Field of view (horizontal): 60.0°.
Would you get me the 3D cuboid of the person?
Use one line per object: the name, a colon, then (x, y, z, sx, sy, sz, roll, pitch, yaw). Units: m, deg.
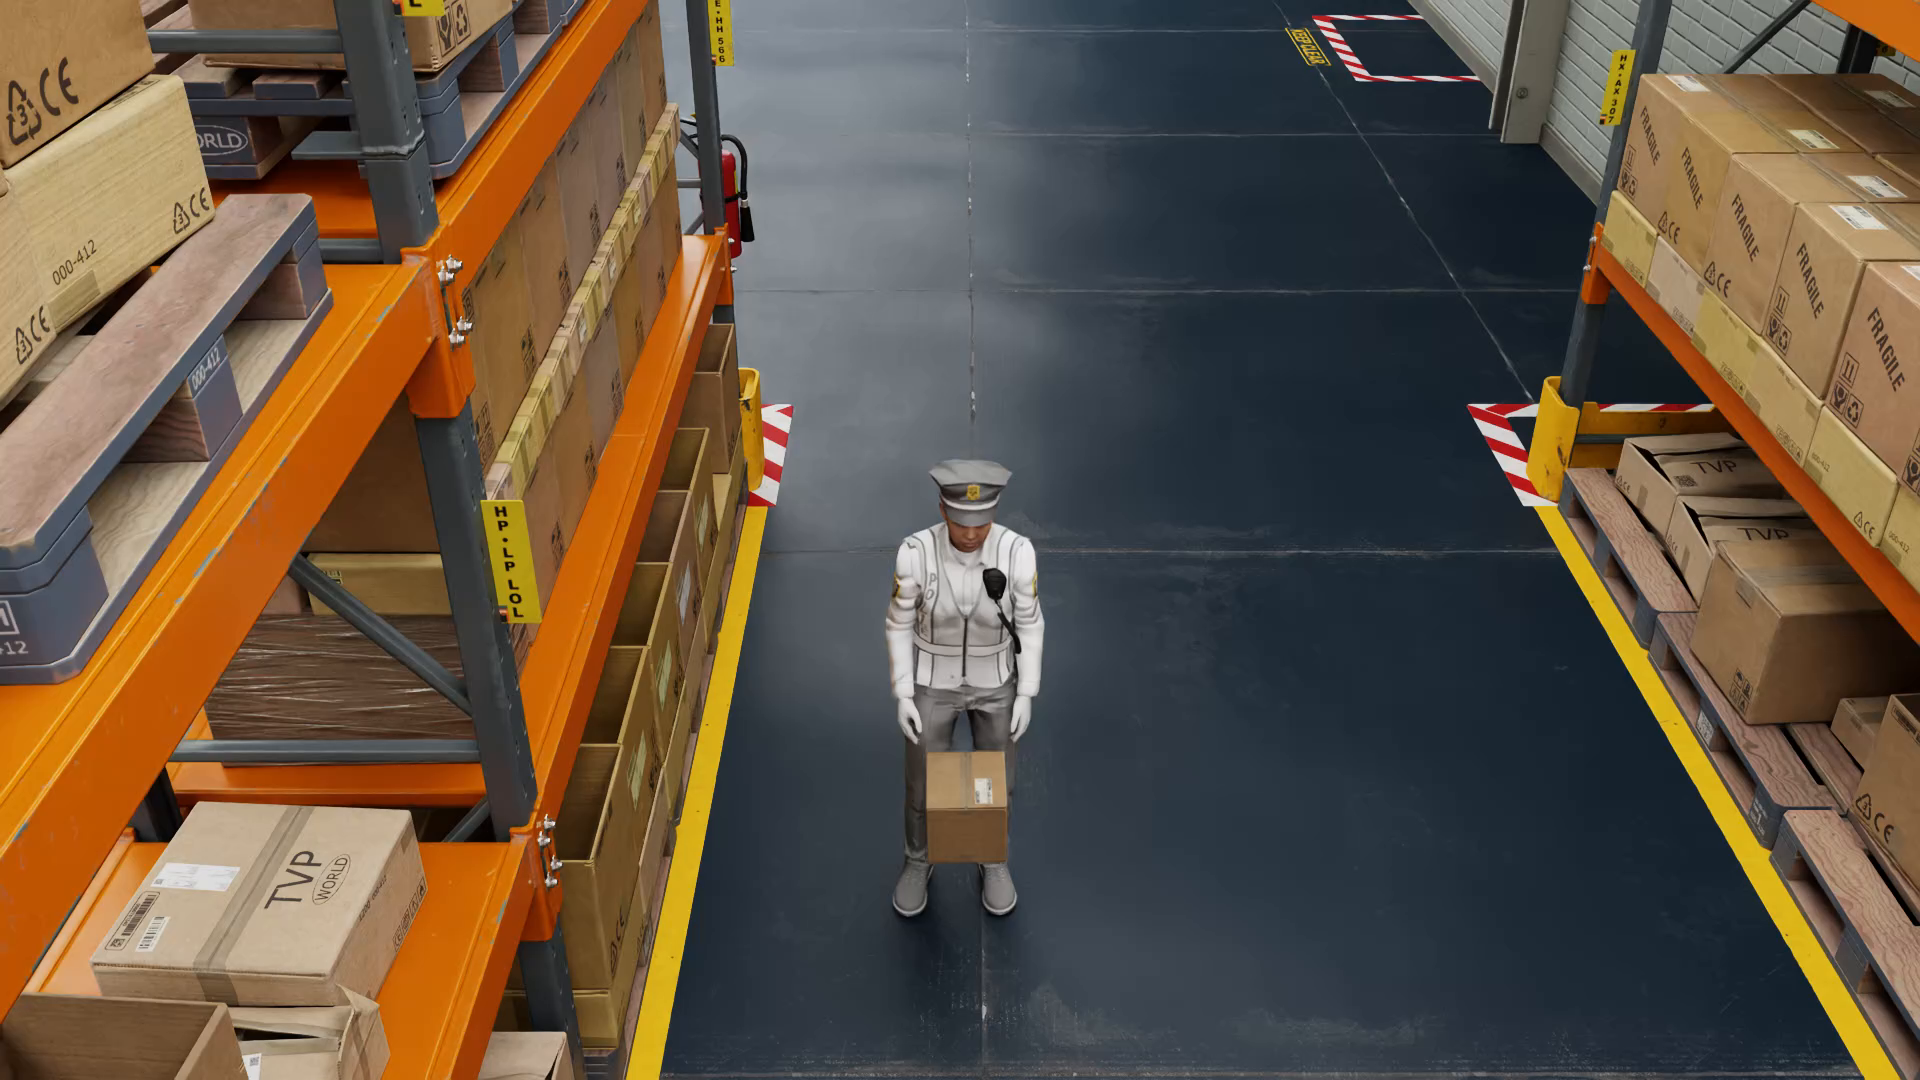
person: (0.016, 0.477, 5.349, 0.507, 1.675, 0.359, -1, 32, -1)
